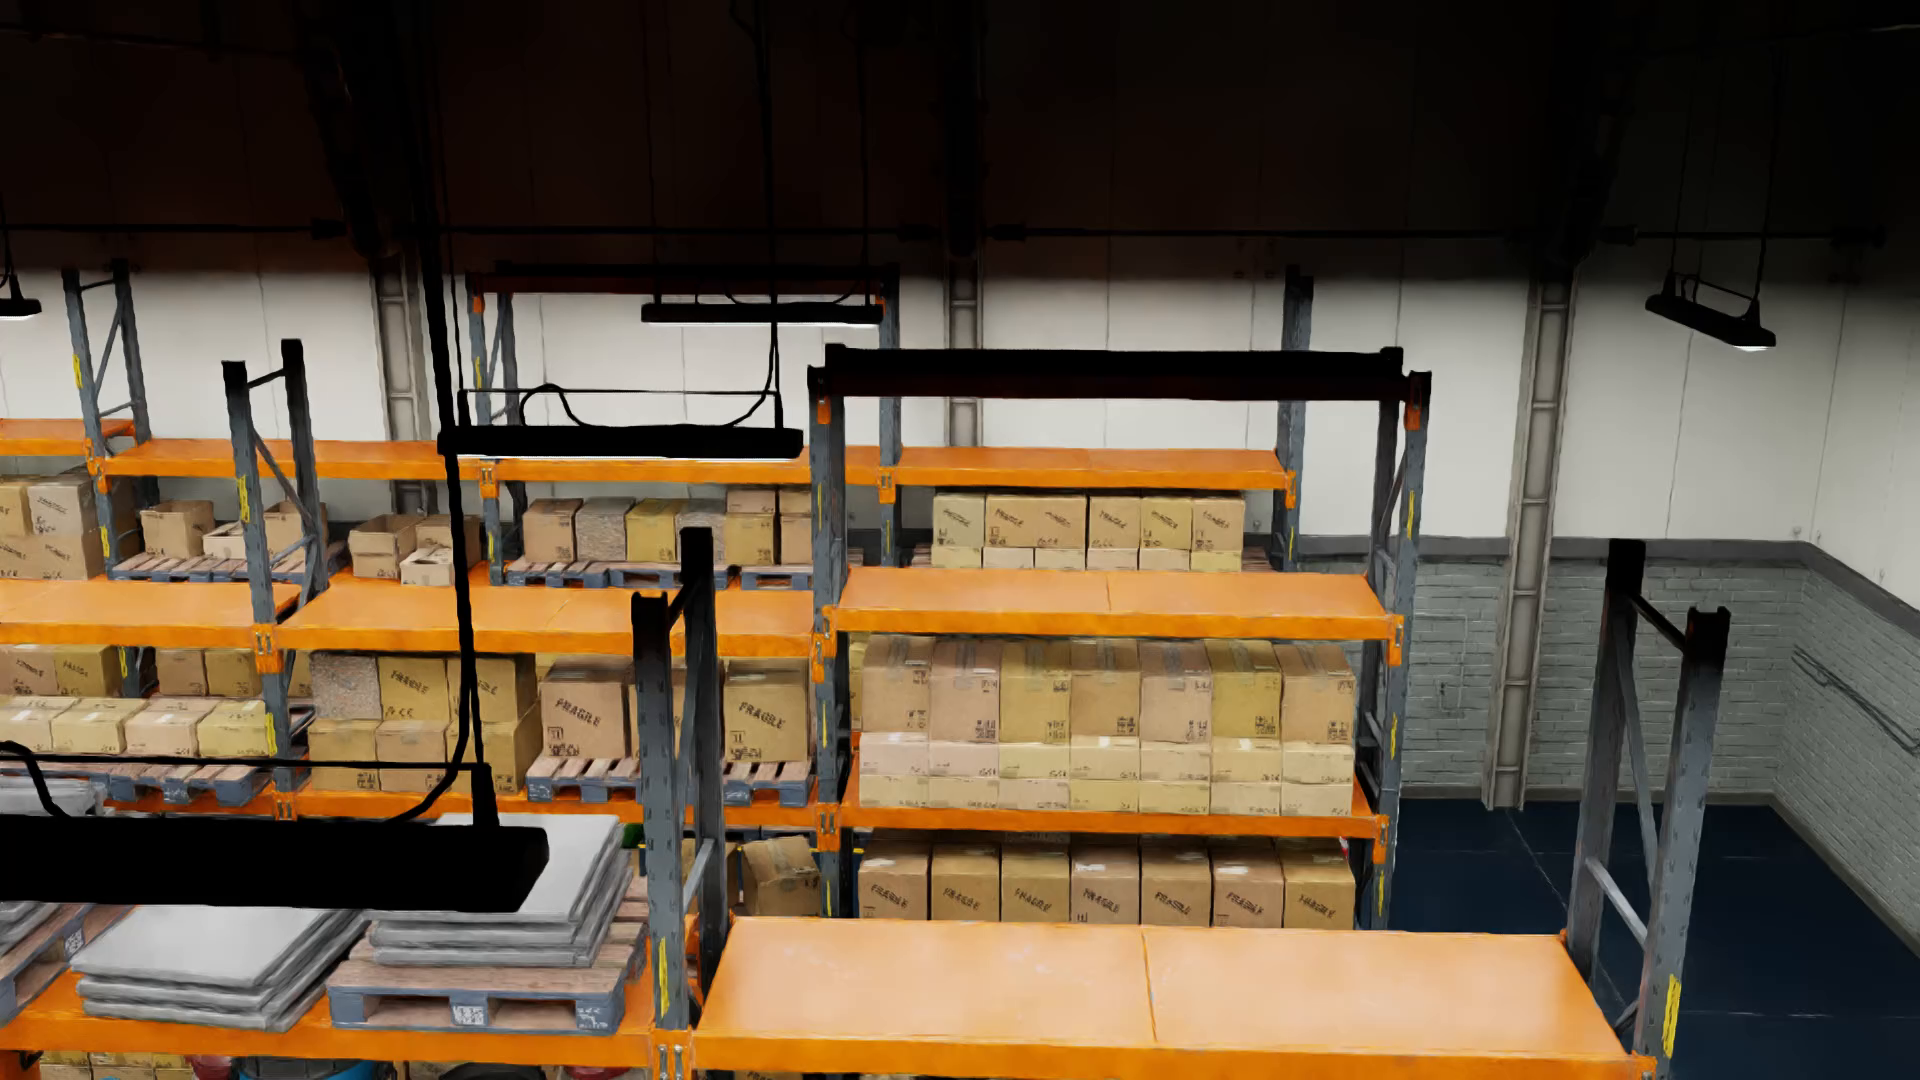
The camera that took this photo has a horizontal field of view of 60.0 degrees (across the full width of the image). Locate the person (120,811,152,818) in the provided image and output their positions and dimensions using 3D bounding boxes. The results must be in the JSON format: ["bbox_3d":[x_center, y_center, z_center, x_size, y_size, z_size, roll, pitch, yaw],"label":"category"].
[{"bbox_3d":[-7.252,3.114,14.965,1.086,1.589,0.495,1,16,5],"label":"person"}]

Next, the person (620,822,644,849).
[{"bbox_3d":[-3.149,2.646,16.384,1.127,1.709,0.555,0,16,0],"label":"person"}]
